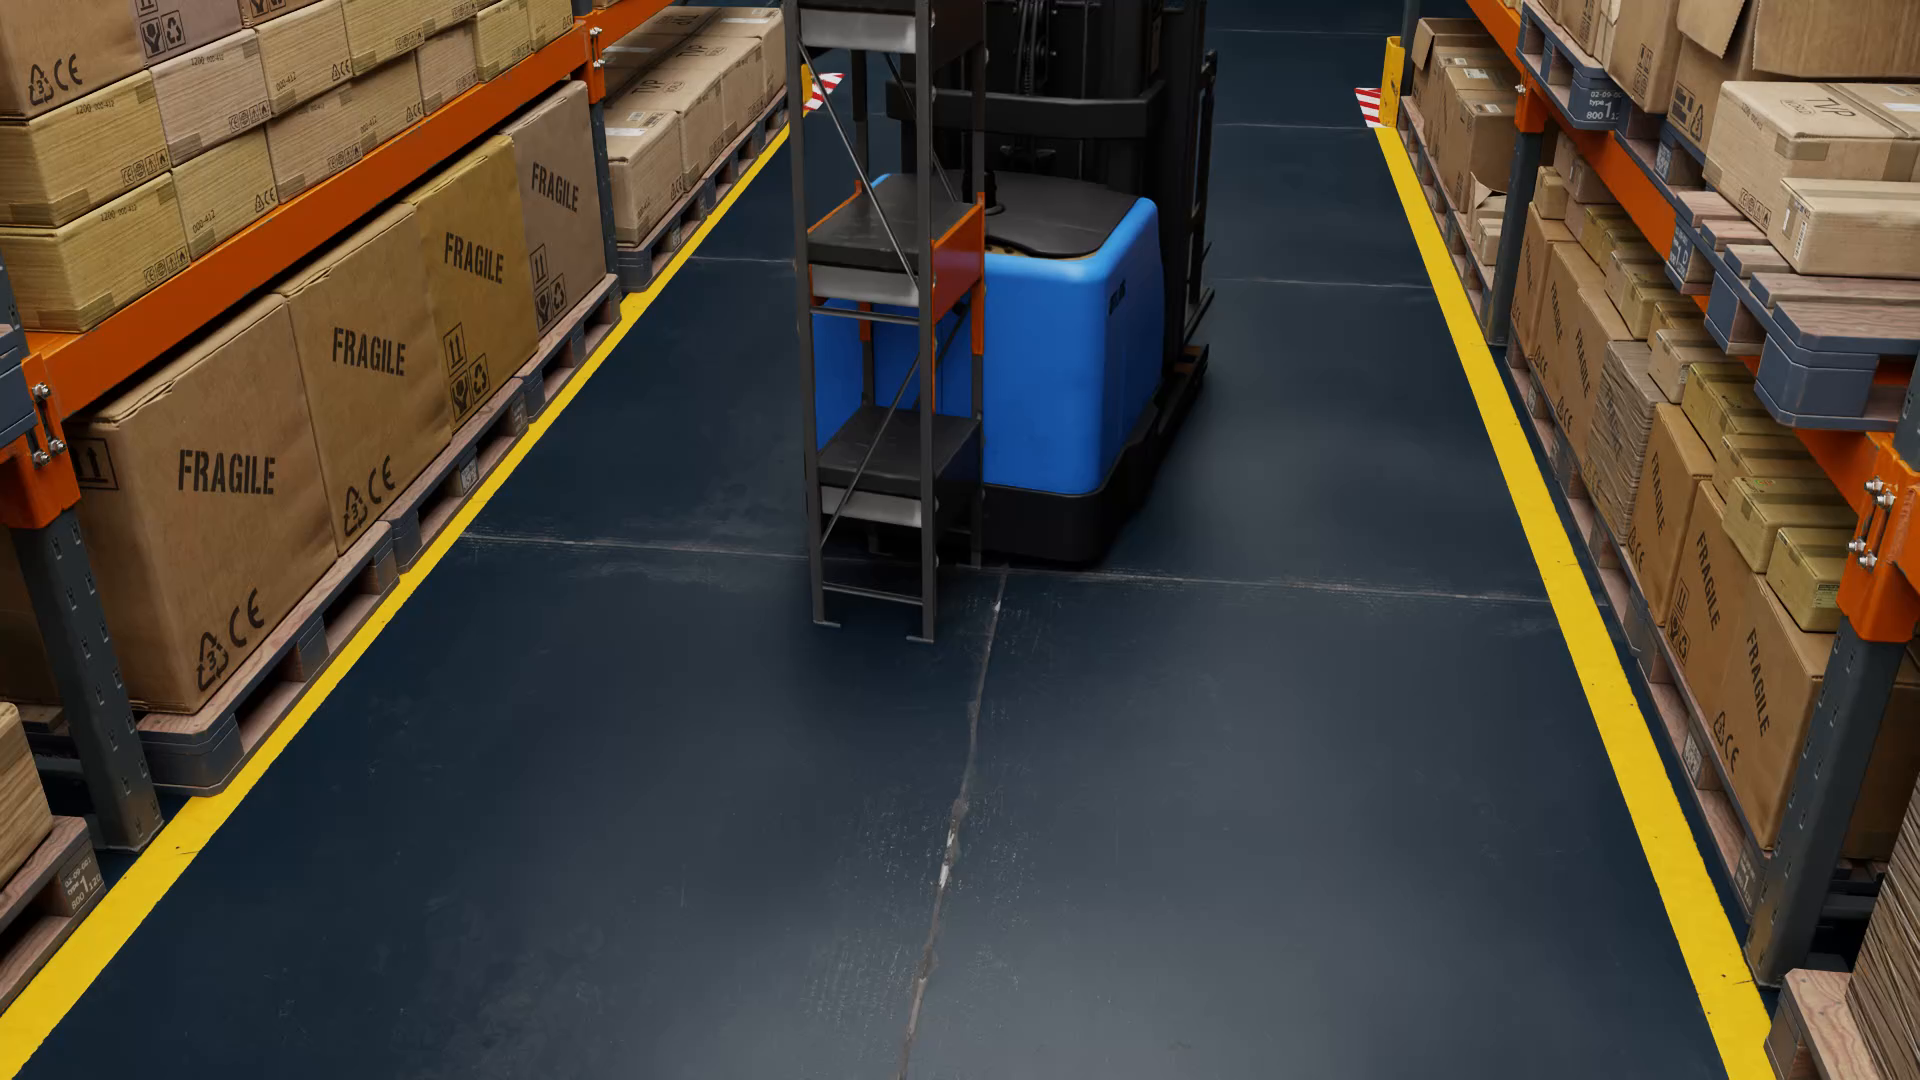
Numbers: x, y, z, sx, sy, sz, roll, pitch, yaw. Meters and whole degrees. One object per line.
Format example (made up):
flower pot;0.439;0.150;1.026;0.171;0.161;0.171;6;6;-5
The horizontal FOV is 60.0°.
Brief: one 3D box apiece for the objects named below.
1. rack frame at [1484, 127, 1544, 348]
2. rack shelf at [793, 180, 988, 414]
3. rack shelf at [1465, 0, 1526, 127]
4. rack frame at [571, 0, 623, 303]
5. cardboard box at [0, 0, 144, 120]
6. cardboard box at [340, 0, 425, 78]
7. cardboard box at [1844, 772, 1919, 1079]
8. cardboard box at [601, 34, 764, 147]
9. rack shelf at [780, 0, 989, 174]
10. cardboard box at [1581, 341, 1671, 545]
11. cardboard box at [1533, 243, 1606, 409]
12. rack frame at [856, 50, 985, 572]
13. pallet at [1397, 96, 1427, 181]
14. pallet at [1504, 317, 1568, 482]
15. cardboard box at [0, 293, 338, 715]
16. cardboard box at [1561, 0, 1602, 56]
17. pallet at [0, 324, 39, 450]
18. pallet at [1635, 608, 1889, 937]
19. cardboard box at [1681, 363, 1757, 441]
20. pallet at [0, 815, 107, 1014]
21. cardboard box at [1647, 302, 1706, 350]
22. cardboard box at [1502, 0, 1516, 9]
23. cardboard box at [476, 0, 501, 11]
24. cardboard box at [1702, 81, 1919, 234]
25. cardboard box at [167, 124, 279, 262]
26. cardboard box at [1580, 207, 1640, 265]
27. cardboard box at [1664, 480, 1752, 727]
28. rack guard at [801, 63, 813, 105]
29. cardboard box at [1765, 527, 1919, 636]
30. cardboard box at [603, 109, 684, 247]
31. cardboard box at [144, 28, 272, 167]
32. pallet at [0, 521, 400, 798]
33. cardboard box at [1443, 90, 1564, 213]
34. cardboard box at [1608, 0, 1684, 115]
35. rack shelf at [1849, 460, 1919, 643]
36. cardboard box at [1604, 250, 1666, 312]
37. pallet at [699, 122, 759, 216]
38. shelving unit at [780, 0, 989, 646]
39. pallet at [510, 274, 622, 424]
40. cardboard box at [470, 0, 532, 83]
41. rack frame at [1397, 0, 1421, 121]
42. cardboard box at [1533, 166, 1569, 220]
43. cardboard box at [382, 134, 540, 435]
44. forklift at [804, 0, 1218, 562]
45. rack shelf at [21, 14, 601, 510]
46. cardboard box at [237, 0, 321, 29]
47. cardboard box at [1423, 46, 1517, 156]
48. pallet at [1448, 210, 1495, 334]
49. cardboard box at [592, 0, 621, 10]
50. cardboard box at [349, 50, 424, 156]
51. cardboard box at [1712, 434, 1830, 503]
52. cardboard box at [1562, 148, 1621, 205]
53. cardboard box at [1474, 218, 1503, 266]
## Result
rack frame;2.830;-2.169;6.613;1.000;3.000;0.127;3;28;6
rack shelf;-0.195;-0.728;4.917;0.431;0.518;0.480;9;30;16
rack shelf;3.075;-2.793;8.531;1.077;0.370;4.000;3;28;6
rack frame;-2.097;-2.455;7.145;1.000;3.000;0.127;3;28;6
cardboard box;-2.284;-1.275;3.794;0.500;0.500;0.500;2;28;5
cardboard box;-2.067;-1.666;5.310;0.500;0.250;0.500;4;29;7
cardboard box;2.250;0.868;3.038;0.875;0.625;0.625;4;29;8
cardboard box;-1.692;-2.647;9.760;0.875;0.438;0.875;4;29;8
rack shelf;-0.195;-1.345;4.585;0.431;0.518;0.480;9;30;16
cardboard box;2.357;-0.309;5.353;0.500;0.500;0.500;2;28;4
cardboard box;2.492;-0.787;6.241;0.500;0.500;0.500;3;28;6
rack frame;-0.119;-0.850;5.115;0.400;2.100;0.015;9;30;16
pallet;3.214;-2.413;10.006;1.003;0.211;1.213;3;28;6
pallet;2.768;-0.556;6.559;1.003;0.211;1.213;3;28;6
cardboard box;-2.420;-0.142;4.649;0.875;0.875;0.875;3;28;6
cardboard box;2.485;-1.939;5.638;0.700;0.500;0.500;4;29;7
pallet;-2.569;-0.146;3.061;1.213;0.211;1.003;3;28;6
pallet;2.469;0.593;4.427;1.003;0.211;1.213;3;28;6
cardboard box;2.335;-0.394;4.827;0.380;0.149;0.250;3;28;5
pallet;-2.684;1.023;3.629;1.003;0.211;1.213;3;28;6
cardboard box;2.420;-0.638;5.281;0.380;0.149;0.250;3;29;6
cardboard box;2.636;-2.470;7.438;0.380;0.149;0.250;4;29;8
cardboard box;-1.963;-2.152;6.213;0.500;0.250;0.500;4;29;7
cardboard box;2.148;-0.920;4.010;0.500;0.250;0.500;2;28;4
cardboard box;-2.232;-0.965;4.536;0.500;0.250;0.500;3;28;5
cardboard box;2.545;-1.129;6.191;0.380;0.149;0.250;2;28;4
cardboard box;2.250;0.183;4.440;0.500;0.500;0.500;3;28;5
rack guard;-1.604;-3.249;11.254;1.175;0.500;0.348;3;28;6
cardboard box;2.149;0.097;3.916;0.380;0.149;0.250;2;28;4
cardboard box;-1.913;-1.801;8.190;0.875;0.438;0.875;3;28;5
cardboard box;-2.215;-1.194;4.434;0.500;0.250;0.500;4;29;7
pallet;-2.416;0.289;4.992;1.003;0.211;1.213;3;28;6
cardboard box;2.880;-1.965;8.427;0.700;0.500;0.500;2;28;4
cardboard box;2.389;-1.570;4.953;0.700;0.500;0.500;3;28;6
rack shelf;2.095;0.972;1.541;1.077;0.370;4.000;3;28;6
cardboard box;2.457;-0.884;5.736;0.380;0.149;0.250;3;28;6
pallet;-1.779;-2.157;9.531;1.003;0.211;1.213;3;28;6
shelving unit;-0.195;-0.740;4.910;0.431;2.100;0.503;9;30;16
pallet;-2.117;-0.860;7.124;1.003;0.211;1.213;3;28;6
cardboard box;-1.965;-1.924;6.316;0.500;0.250;0.500;3;28;5
rack frame;3.320;-4.051;10.108;1.000;3.000;0.127;3;28;6
cardboard box;2.522;-1.385;6.667;0.380;0.149;0.250;5;29;9
cardboard box;-2.196;-0.983;6.209;0.875;0.875;0.875;4;29;8
forklift;0.406;-1.901;6.189;1.130;2.935;3.031;9;30;16
rack shelf;-2.342;-1.197;5.568;1.077;0.370;4.000;3;28;6
cardboard box;-2.154;-1.751;4.678;0.500;0.500;0.500;4;29;8
cardboard box;3.008;-2.453;9.334;0.700;0.500;0.500;4;29;8
pallet;2.915;-1.264;7.874;1.003;0.211;1.213;3;28;6
cardboard box;-1.780;-2.705;7.503;0.500;0.500;0.500;4;29;8
cardboard box;-2.105;-1.444;5.426;0.500;0.250;0.500;3;28;6
cardboard box;2.228;-0.155;4.383;0.380;0.149;0.250;2;28;5
cardboard box;2.538;-1.391;6.365;0.380;0.149;0.250;2;28;4
cardboard box;2.607;-1.378;7.708;0.380;0.149;0.250;3;28;5
